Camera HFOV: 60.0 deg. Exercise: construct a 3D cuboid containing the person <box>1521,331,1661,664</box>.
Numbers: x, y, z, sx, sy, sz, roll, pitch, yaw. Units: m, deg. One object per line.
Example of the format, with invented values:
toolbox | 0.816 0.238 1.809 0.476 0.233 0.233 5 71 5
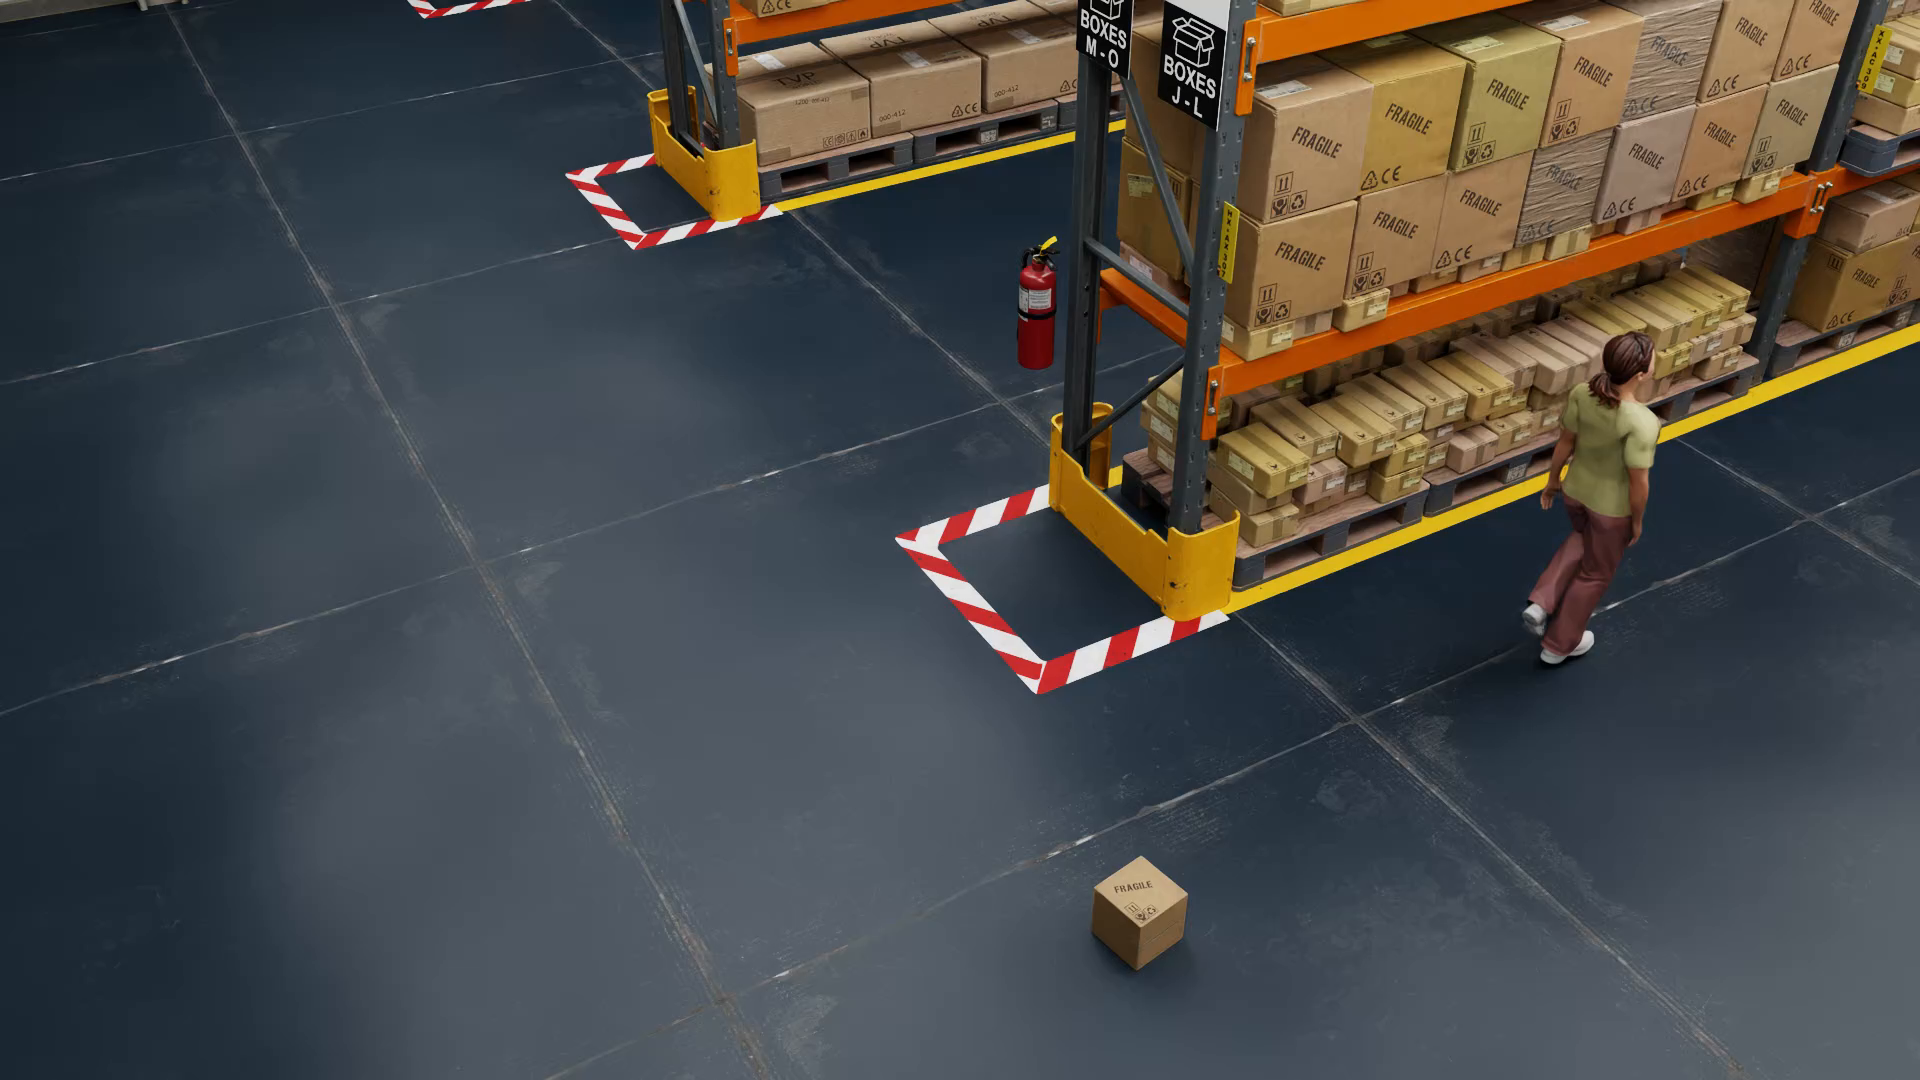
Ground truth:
person | 2.756 -0.068 7.197 0.477 1.403 0.463 -20 41 -24
